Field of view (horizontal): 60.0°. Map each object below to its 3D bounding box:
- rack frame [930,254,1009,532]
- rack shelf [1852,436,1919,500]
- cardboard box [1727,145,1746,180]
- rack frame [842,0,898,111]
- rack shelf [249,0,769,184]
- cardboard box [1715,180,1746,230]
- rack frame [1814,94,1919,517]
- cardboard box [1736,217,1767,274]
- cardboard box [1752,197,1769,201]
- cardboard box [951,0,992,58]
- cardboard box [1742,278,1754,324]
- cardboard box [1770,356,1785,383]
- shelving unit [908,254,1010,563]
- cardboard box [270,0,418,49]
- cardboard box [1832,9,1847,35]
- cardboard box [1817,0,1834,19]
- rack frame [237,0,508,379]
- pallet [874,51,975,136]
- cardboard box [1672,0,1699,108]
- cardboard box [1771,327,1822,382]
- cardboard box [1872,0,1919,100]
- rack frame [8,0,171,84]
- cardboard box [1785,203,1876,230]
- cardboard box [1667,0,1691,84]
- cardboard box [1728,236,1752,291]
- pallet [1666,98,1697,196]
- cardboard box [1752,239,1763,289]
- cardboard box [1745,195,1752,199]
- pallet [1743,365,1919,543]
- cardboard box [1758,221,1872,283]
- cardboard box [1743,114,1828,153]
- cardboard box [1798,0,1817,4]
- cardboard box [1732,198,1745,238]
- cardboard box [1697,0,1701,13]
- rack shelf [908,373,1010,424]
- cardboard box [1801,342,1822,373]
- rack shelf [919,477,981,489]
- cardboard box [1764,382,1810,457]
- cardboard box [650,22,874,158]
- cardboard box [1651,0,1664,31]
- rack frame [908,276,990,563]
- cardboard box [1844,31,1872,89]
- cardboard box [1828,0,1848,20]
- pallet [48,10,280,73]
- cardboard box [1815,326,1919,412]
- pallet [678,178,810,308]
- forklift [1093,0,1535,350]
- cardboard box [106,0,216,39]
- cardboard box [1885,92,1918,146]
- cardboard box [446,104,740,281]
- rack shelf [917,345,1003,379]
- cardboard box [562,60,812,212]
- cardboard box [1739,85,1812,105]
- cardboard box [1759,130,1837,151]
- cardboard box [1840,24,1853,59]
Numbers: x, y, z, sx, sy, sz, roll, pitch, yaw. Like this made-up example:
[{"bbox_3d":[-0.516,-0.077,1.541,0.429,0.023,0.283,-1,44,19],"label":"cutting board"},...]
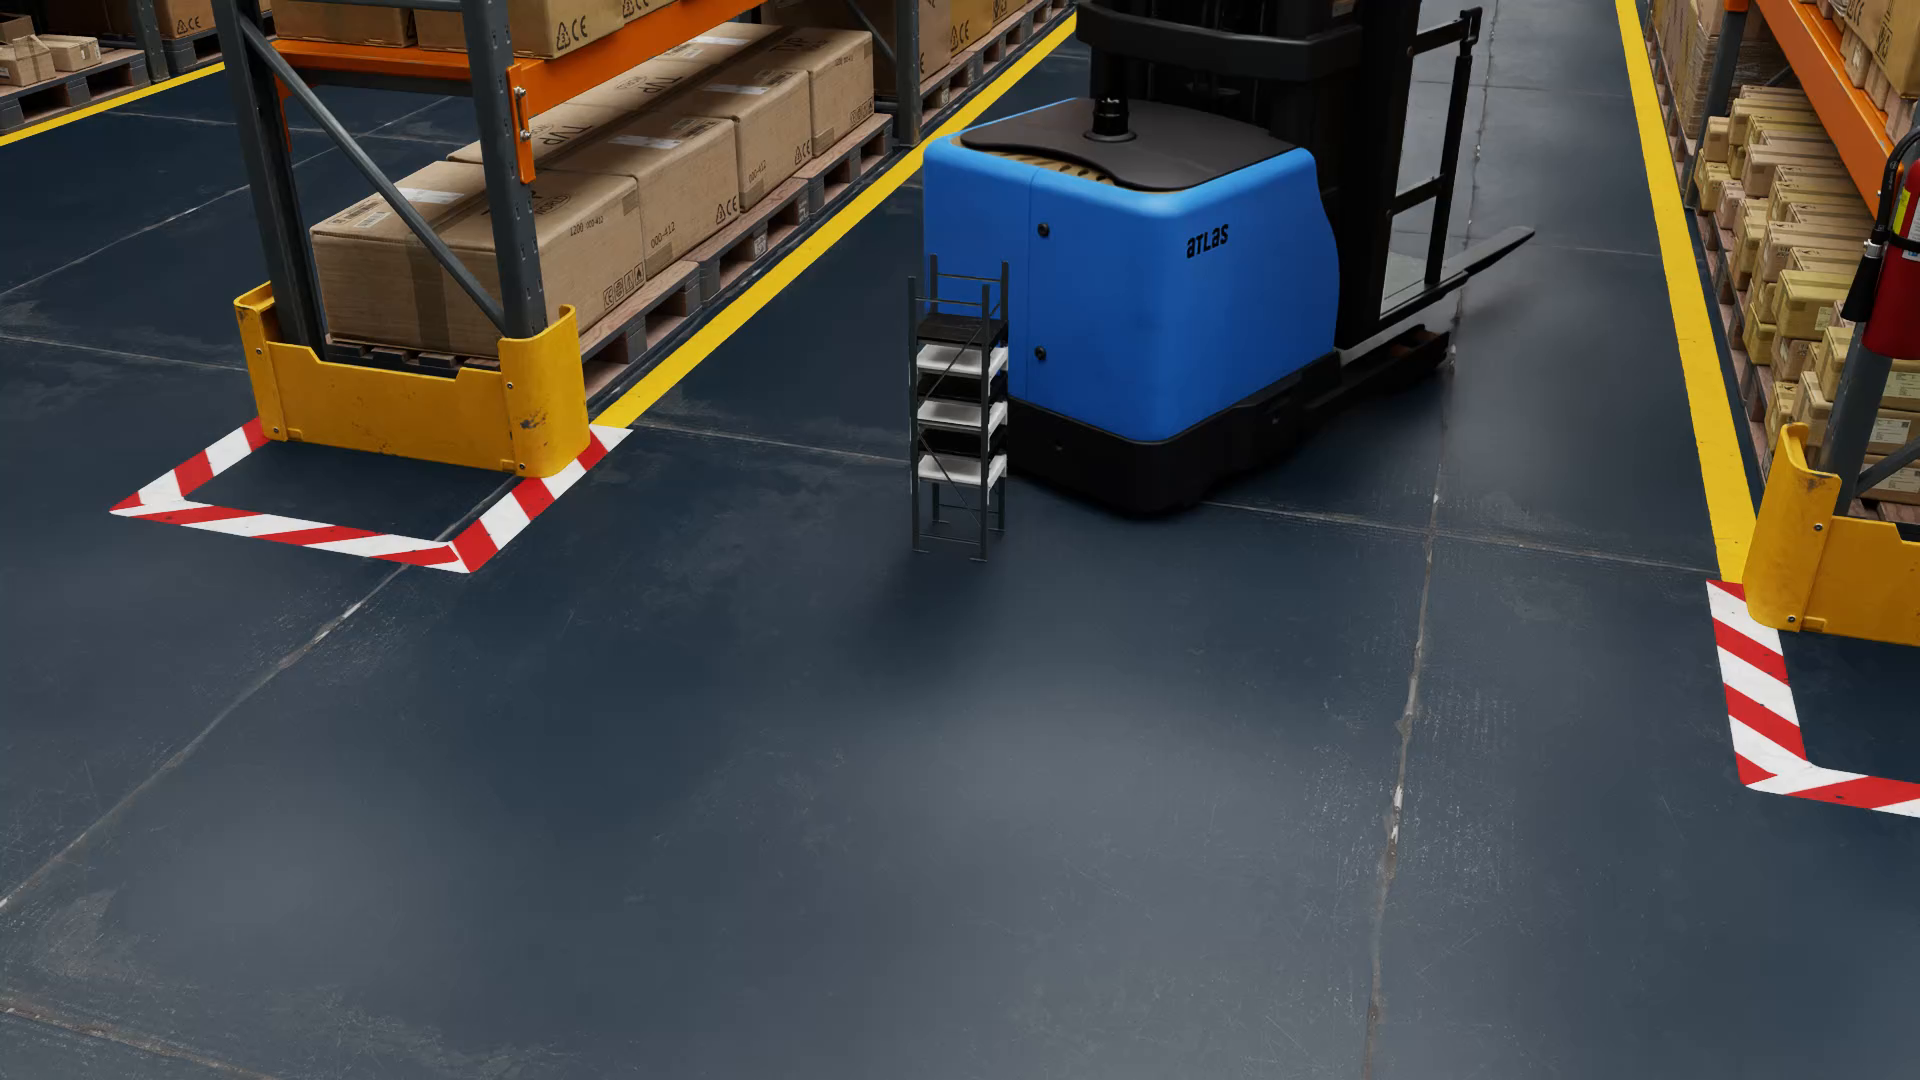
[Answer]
[{"bbox_3d":[0.027,-0.437,5.109,0.240,0.900,0.006,8,30,15],"label":"rack frame"},{"bbox_3d":[2.878,-1.024,4.006,0.949,2.616,0.053,8,30,15],"label":"rack shelf"},{"bbox_3d":[3.648,-1.698,7.412,0.380,0.149,0.250,9,30,15],"label":"cardboard box"},{"bbox_3d":[-0.716,-3.544,8.535,0.949,2.616,0.053,8,30,15],"label":"rack frame"},{"bbox_3d":[-1.299,-2.299,7.038,1.077,0.370,4.000,8,30,15],"label":"rack shelf"},{"bbox_3d":[3.534,-1.452,7.274,0.380,0.149,0.250,8,30,15],"label":"cardboard box"},{"bbox_3d":[2.875,-1.025,4.007,1.000,3.000,0.127,8,30,15],"label":"rack frame"},{"bbox_3d":[3.195,-1.111,6.357,0.380,0.149,0.250,9,30,15],"label":"cardboard box"},{"bbox_3d":[3.426,-1.330,6.751,0.380,0.149,0.250,10,31,17],"label":"cardboard box"},{"bbox_3d":[-0.349,-3.519,10.243,0.875,0.875,0.875,9,30,16],"label":"cardboard box"},{"bbox_3d":[3.143,-0.850,6.192,0.380,0.149,0.250,9,30,16],"label":"cardboard box"},{"bbox_3d":[3.029,-0.598,5.740,0.380,0.149,0.250,9,30,15],"label":"cardboard box"},{"bbox_3d":[5.652,-3.954,8.194,8.426,4.047,12.137,8,30,15],"label":"shelving unit"},{"bbox_3d":[-1.998,-1.990,5.639,0.500,0.500,0.500,9,30,15],"label":"cardboard box"},{"bbox_3d":[3.225,-1.819,5.692,0.380,0.149,0.250,9,30,16],"label":"cardboard box"},{"bbox_3d":[3.279,-1.939,5.908,0.380,0.149,0.250,10,31,17],"label":"cardboard box"},{"bbox_3d":[-1.890,-1.685,5.193,0.949,2.616,0.053,8,30,15],"label":"rack frame"},{"bbox_3d":[-0.558,-2.694,9.876,1.003,0.211,1.213,8,30,15],"label":"pallet"},{"bbox_3d":[4.177,-2.593,8.965,0.500,0.500,0.500,8,30,14],"label":"cardboard box"},{"bbox_3d":[2.908,-0.620,5.474,0.380,0.149,0.250,7,30,13],"label":"cardboard box"},{"bbox_3d":[2.761,-1.444,4.352,0.500,0.500,0.500,9,30,16],"label":"cardboard box"},{"bbox_3d":[-5.459,-4.250,9.804,1.000,3.000,0.127,8,30,15],"label":"rack frame"},{"bbox_3d":[15.729,-10.700,14.693,18.148,8.504,30.398,7,30,13],"label":"cardboard box"},{"bbox_3d":[4.331,-2.831,9.393,0.500,0.500,0.500,8,30,14],"label":"cardboard box"},{"bbox_3d":[3.293,-1.089,6.623,0.380,0.149,0.250,8,30,14],"label":"cardboard box"},{"bbox_3d":[4.276,-2.027,8.677,1.003,0.211,1.213,8,30,15],"label":"pallet"},{"bbox_3d":[3.141,-0.979,6.120,0.380,0.149,0.250,10,31,17],"label":"cardboard box"},{"bbox_3d":[3.529,-1.455,6.974,0.380,0.149,0.250,7,30,12],"label":"cardboard box"},{"bbox_3d":[3.170,-0.214,5.418,1.003,0.211,1.213,8,30,15],"label":"pallet"},{"bbox_3d":[3.034,-0.996,5.843,0.380,0.149,0.250,10,31,17],"label":"cardboard box"},{"bbox_3d":[3.585,-1.707,7.121,0.392,0.149,0.269,10,30,17],"label":"cardboard box"},{"bbox_3d":[3.313,-2.070,6.144,0.380,0.149,0.250,10,31,17],"label":"cardboard box"},{"bbox_3d":[3.507,-1.326,7.050,0.380,0.149,0.250,8,30,14],"label":"cardboard box"},{"bbox_3d":[4.190,-2.922,8.785,0.500,0.250,0.500,10,31,17],"label":"cardboard box"},{"bbox_3d":[-0.002,-0.439,4.997,0.258,0.077,0.200,8,30,15],"label":"rack shelf"},{"bbox_3d":[2.885,-0.492,5.244,0.380,0.149,0.250,8,30,14],"label":"cardboard box"},{"bbox_3d":[-0.002,-0.216,5.121,0.199,0.015,0.184,8,30,15],"label":"rack shelf"},{"bbox_3d":[2.809,-0.371,5.332,0.380,0.149,0.250,9,30,16],"label":"cardboard box"},{"bbox_3d":[-0.999,-2.331,8.558,0.875,0.438,0.875,8,30,14],"label":"cardboard box"},{"bbox_3d":[1.953,-3.419,8.815,4.865,2.090,5.455,9,30,16],"label":"cardboard box"},{"bbox_3d":[-0.032,-0.342,4.940,0.240,0.900,0.006,8,30,15],"label":"rack frame"},{"bbox_3d":[2.921,-1.458,5.043,0.380,0.149,0.250,9,30,16],"label":"cardboard box"},{"bbox_3d":[3.057,-1.920,5.207,0.500,0.500,0.500,9,30,15],"label":"cardboard box"},{"bbox_3d":[-5.256,-3.415,11.171,1.003,0.211,1.213,8,30,15],"label":"pallet"},{"bbox_3d":[2.788,-0.505,4.960,0.380,0.149,0.250,9,30,15],"label":"cardboard box"},{"bbox_3d":[-1.367,-1.414,7.574,1.003,0.211,1.213,8,30,15],"label":"pallet"},{"bbox_3d":[-1.198,-3.980,7.046,7.407,5.209,9.711,24,37,36],"label":"forklift"},{"bbox_3d":[-5.101,-3.534,10.656,0.500,0.500,0.500,10,31,17],"label":"cardboard box"},{"bbox_3d":[2.701,-1.107,4.413,0.380,0.149,0.250,9,30,15],"label":"cardboard box"},{"bbox_3d":[-1.528,-1.496,7.057,0.875,0.438,0.875,9,30,16],"label":"cardboard box"},{"bbox_3d":[5.662,-4.218,8.049,8.407,3.443,12.128,8,30,15],"label":"rack shelf"},{"bbox_3d":[-1.261,-1.914,7.810,0.875,0.438,0.875,8,30,13],"label":"cardboard box"},{"bbox_3d":[3.750,-1.951,7.560,0.380,0.149,0.250,10,31,17],"label":"cardboard box"},{"bbox_3d":[3.531,-1.582,6.898,0.380,0.149,0.250,8,30,14],"label":"cardboard box"},{"bbox_3d":[3.027,-1.576,5.256,0.380,0.149,0.250,7,30,13],"label":"cardboard box"}]
